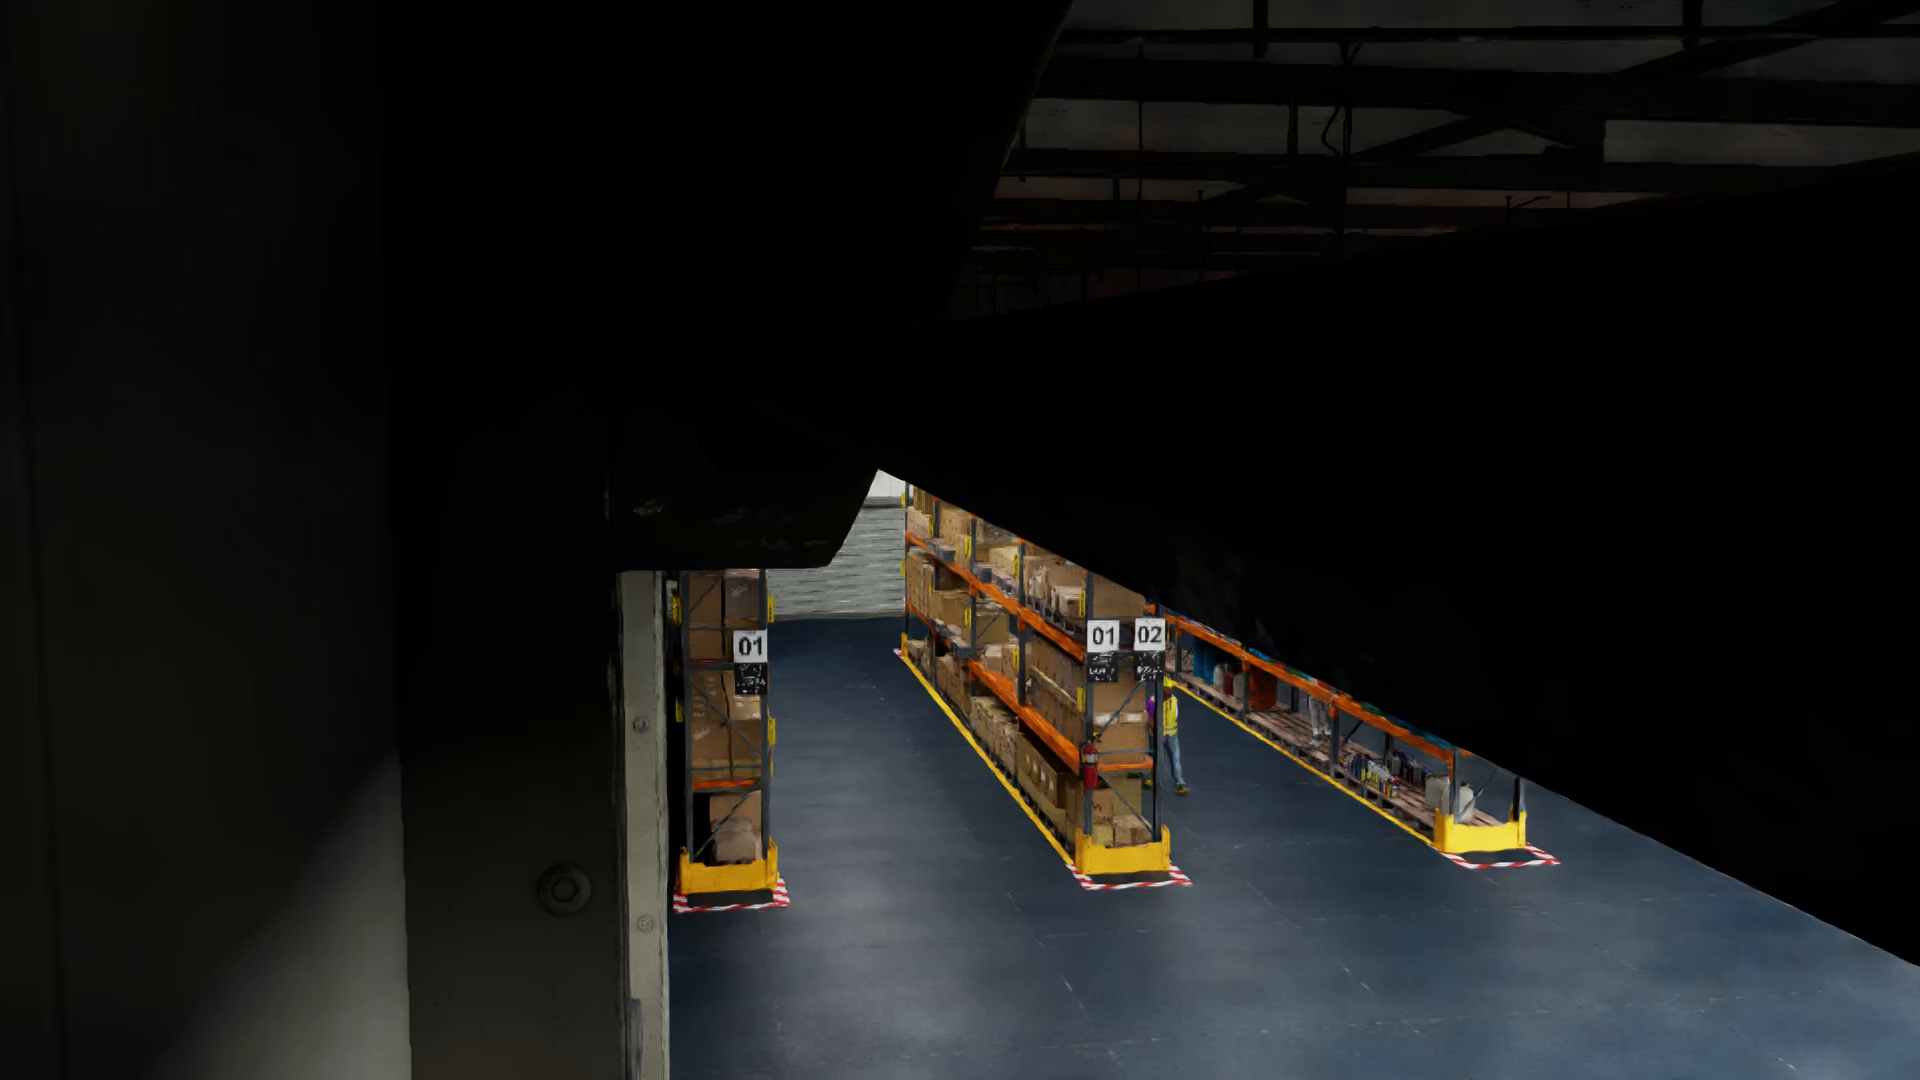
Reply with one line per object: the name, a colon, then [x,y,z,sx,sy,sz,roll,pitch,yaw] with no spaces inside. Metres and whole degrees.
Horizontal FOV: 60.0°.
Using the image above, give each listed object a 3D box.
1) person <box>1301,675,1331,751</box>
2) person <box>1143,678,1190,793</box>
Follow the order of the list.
person: [5.769,2.483,26.597,0.497,1.793,0.620,-2,6,-18]
person: [3.044,2.898,24.851,0.569,1.708,1.033,-2,6,-18]
